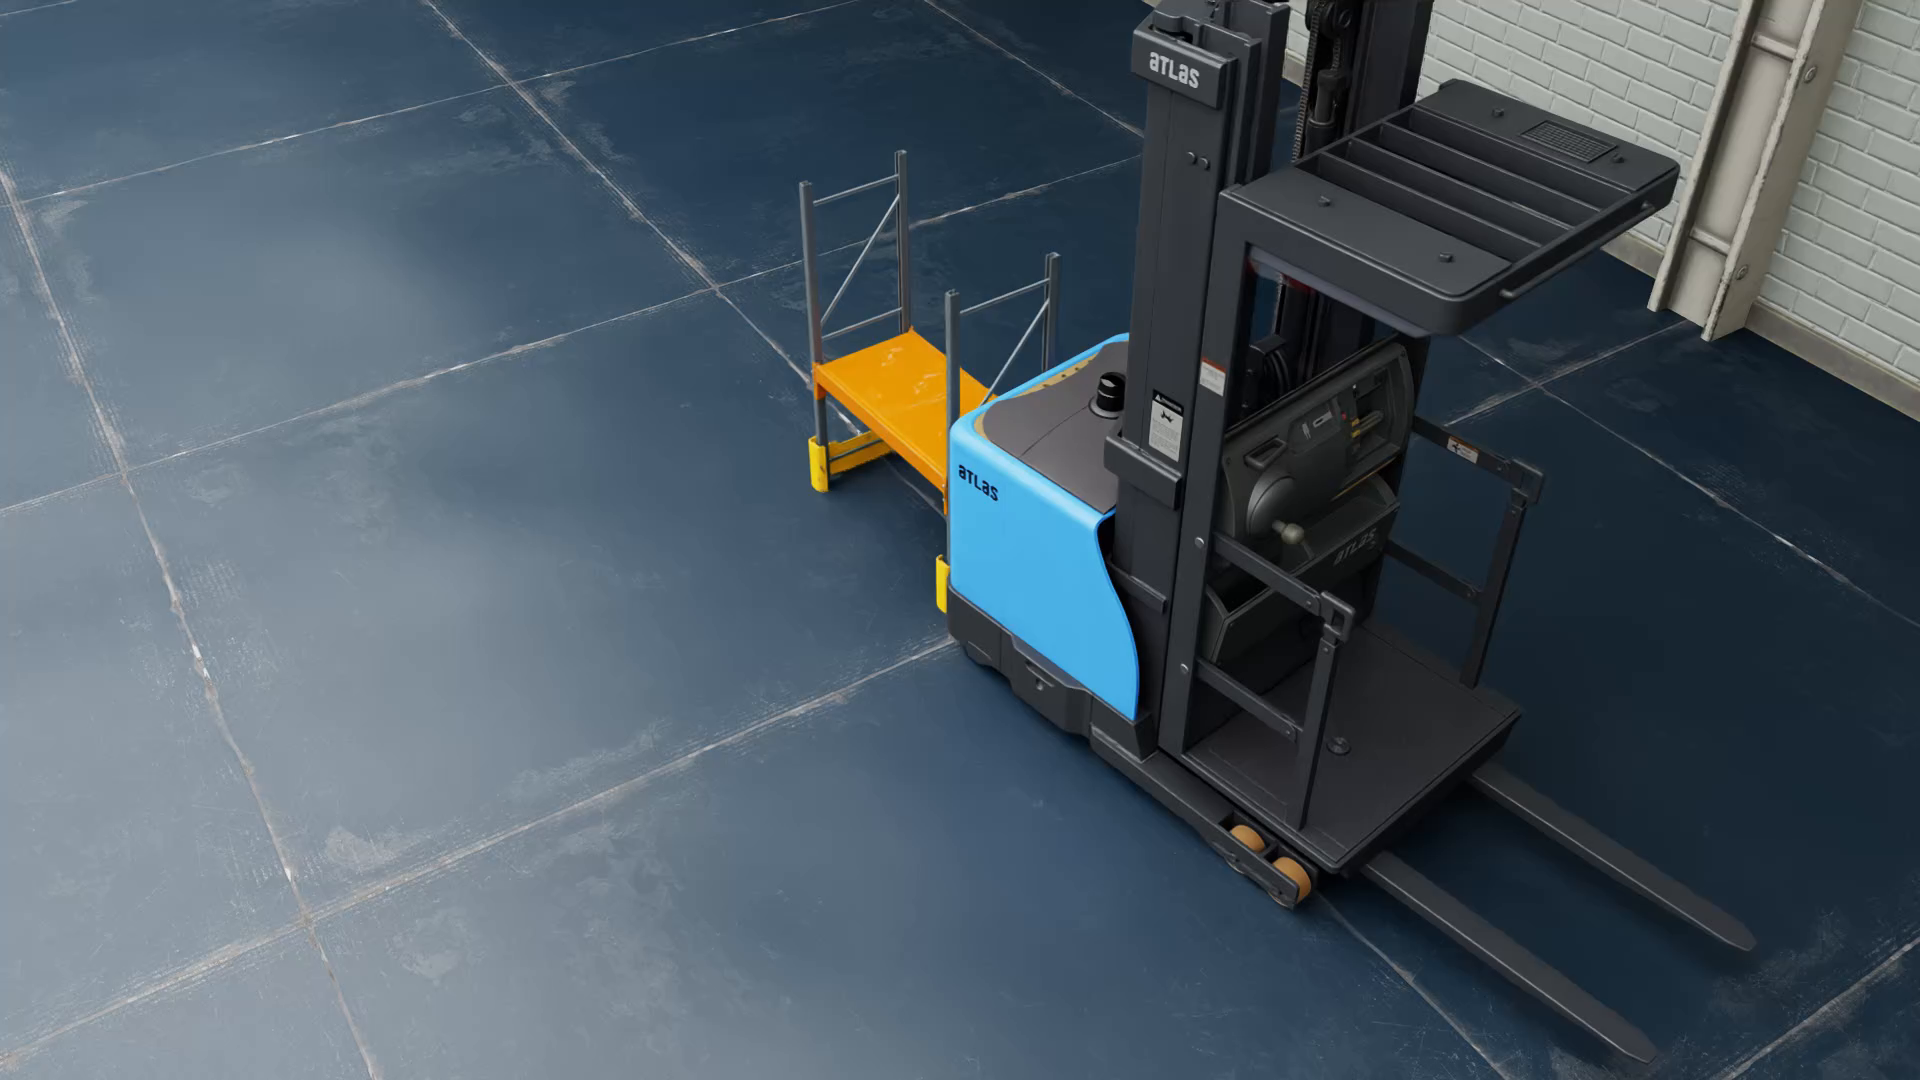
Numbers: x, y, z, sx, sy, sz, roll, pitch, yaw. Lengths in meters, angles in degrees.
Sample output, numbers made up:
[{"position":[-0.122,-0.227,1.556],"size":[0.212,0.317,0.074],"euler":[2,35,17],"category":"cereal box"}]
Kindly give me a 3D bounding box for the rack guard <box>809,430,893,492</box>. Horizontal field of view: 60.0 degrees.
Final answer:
[{"position":[-0.417,-0.437,7.580],"size":[0.587,0.250,0.087],"euler":[-24,46,-26],"category":"rack guard"}]

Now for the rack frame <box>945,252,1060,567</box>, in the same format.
[{"position":[0.159,-0.397,6.554],"size":[0.500,1.500,0.032],"euler":[-24,46,-26],"category":"rack frame"}]

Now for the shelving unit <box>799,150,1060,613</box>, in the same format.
[{"position":[-0.129,-0.657,6.867],"size":[0.587,1.500,1.083],"euler":[-24,46,-26],"category":"shelving unit"}]

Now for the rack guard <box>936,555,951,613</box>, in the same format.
[{"position":[0.159,0.083,6.955],"size":[0.587,0.250,0.087],"euler":[-24,46,-26],"category":"rack guard"}]

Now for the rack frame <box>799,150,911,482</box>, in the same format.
[{"position":[-0.428,-0.928,7.192],"size":[0.500,1.500,0.032],"euler":[-24,46,-26],"category":"rack frame"}]

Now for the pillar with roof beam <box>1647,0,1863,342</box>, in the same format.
[{"position":[0.203,-3.141,3.990],"size":[9.100,9.000,0.400],"euler":[-22,45,-24],"category":"pillar with roof beam"}]

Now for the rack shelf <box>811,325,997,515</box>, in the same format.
[{"position":[-0.135,-0.524,6.988],"size":[0.538,0.185,1.000],"euler":[-24,46,-26],"category":"rack shelf"}]

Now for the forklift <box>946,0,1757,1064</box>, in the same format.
[{"position":[1.307,-0.238,5.246],"size":[1.130,2.935,3.031],"euler":[-30,48,-31],"category":"forklift"}]
